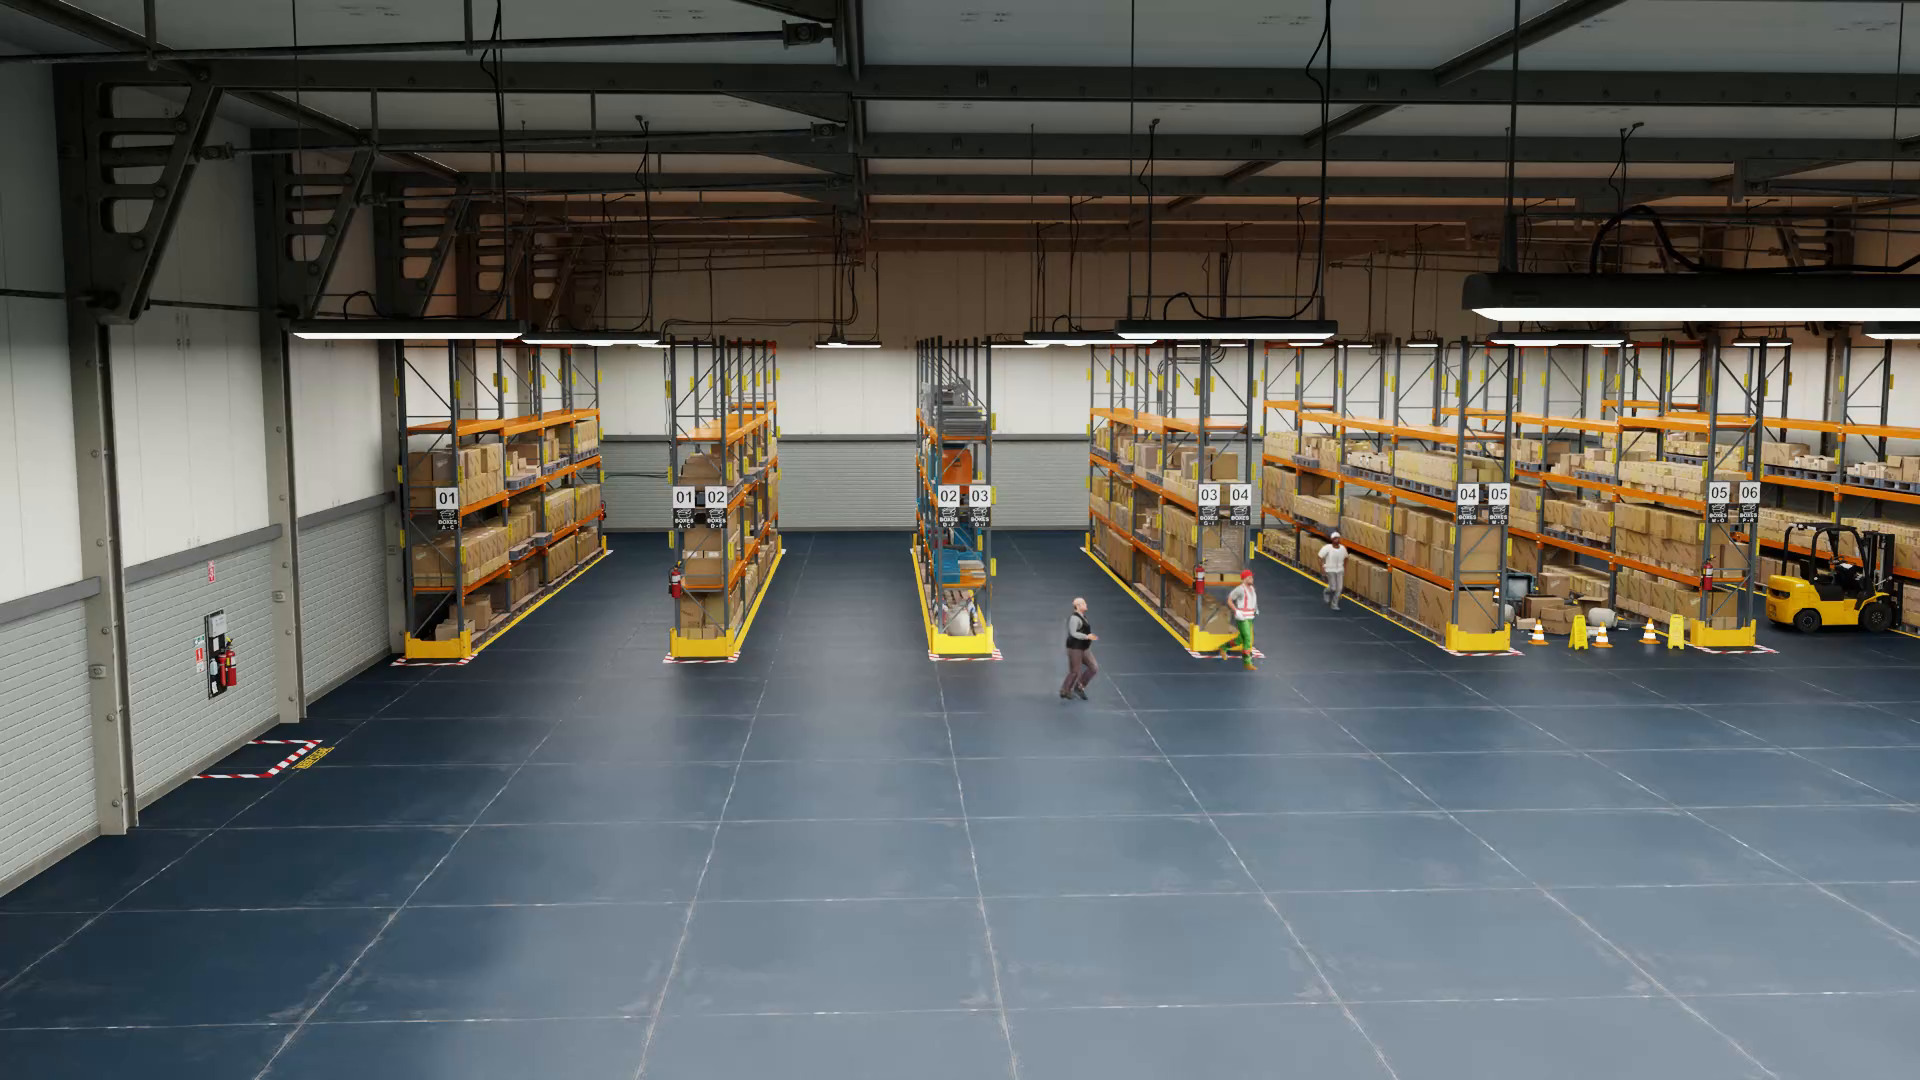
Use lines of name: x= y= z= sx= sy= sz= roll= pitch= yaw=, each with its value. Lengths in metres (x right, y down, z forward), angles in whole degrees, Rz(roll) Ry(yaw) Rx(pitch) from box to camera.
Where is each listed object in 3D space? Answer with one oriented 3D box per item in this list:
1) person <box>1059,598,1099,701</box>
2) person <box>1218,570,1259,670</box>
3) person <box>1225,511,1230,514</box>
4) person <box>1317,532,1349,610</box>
person: x=1.961 y=1.800 z=27.176 sx=0.702 sy=1.727 sz=0.647 roll=3 pitch=7 yaw=25
person: x=5.094 y=1.416 z=30.091 sx=0.883 sy=1.782 sz=0.664 roll=6 pitch=9 yaw=42
person: x=7.444 y=-0.273 z=46.099 sx=0.556 sy=1.559 sz=0.616 roll=0 pitch=6 yaw=1
person: x=8.295 y=0.685 z=36.875 sx=0.718 sy=1.722 sz=0.618 roll=-1 pitch=7 yaw=-12
